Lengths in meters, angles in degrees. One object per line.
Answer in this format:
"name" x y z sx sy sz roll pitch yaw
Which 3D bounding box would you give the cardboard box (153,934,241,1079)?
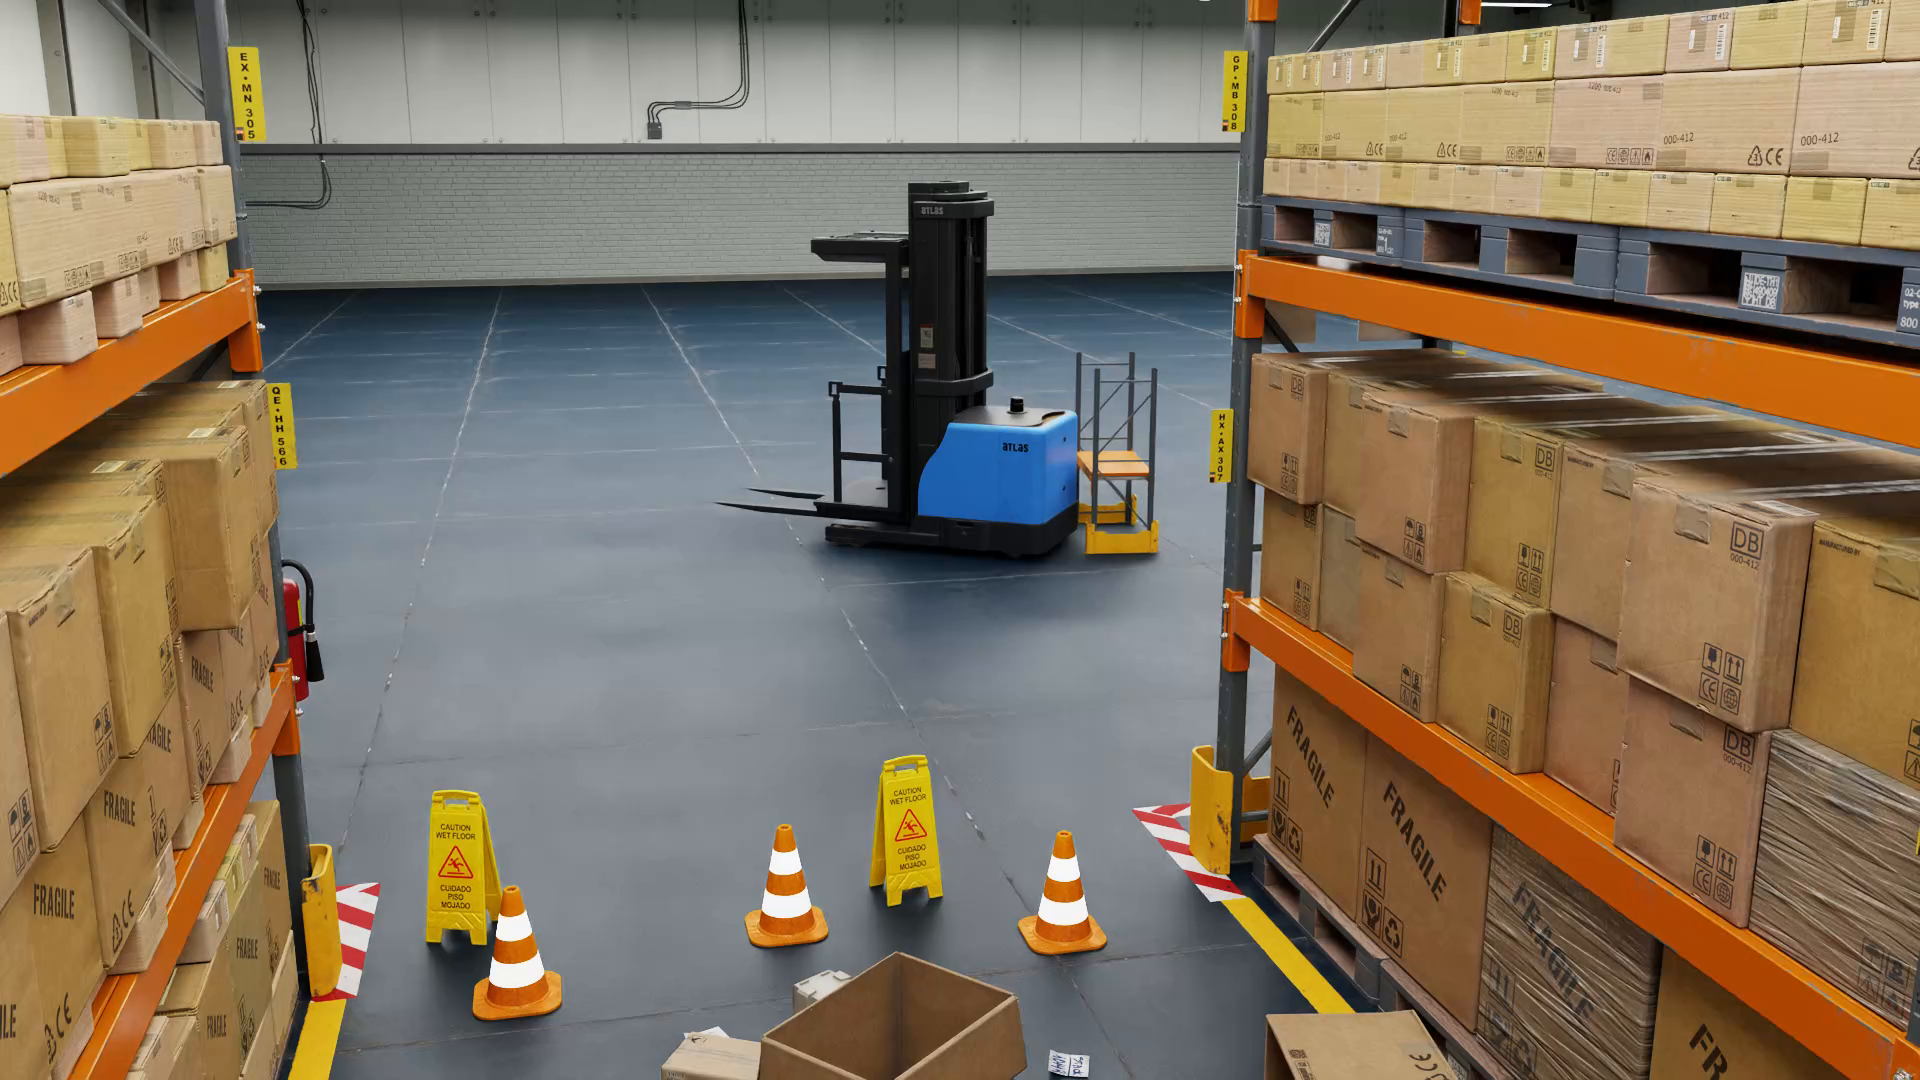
"cardboard box" -2.420 1.491 4.834 0.500 0.500 0.500 -4 14 -15

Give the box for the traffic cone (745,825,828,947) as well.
"traffic cone" -0.745 1.435 7.077 0.336 0.463 0.334 -3 14 -13

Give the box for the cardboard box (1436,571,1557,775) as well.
"cardboard box" 2.145 0.409 5.617 0.875 0.550 0.500 -3 14 -13

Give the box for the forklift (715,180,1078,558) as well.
"forklift" -0.582 -1.476 13.794 3.031 2.935 1.130 5 15 20

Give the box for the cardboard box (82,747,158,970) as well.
"cardboard box" -2.238 0.698 3.914 0.500 0.500 0.500 -3 14 -14

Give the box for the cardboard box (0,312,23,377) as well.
"cardboard box" -2.239 -0.419 3.529 0.380 0.149 0.250 -4 14 -15

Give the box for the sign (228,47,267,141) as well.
"sign" -2.555 -1.598 5.960 0.100 0.325 0.005 -3 14 -13

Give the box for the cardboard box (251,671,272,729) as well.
"cardboard box" -2.636 0.565 5.825 0.380 0.149 0.250 -3 14 -14

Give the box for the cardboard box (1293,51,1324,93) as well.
"cardboard box" 1.516 -1.806 6.431 0.380 0.149 0.250 -3 14 -13

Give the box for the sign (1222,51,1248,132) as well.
"sign" 1.148 -1.874 6.948 0.100 0.325 0.005 -3 14 -13

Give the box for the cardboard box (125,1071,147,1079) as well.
"cardboard box" -2.129 1.389 3.882 0.380 0.149 0.250 -3 14 -11

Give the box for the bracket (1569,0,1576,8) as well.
"bracket" 14.495 -12.611 39.000 0.235 0.232 0.430 -3 14 -13

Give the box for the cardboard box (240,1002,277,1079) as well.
"cardboard box" -2.534 1.739 5.397 0.500 0.250 0.500 -3 14 -13

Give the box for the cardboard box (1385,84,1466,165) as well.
"cardboard box" 1.792 -1.406 5.633 0.500 0.250 0.500 -3 14 -14

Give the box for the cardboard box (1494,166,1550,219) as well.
"cardboard box" 1.873 -1.066 5.085 0.380 0.149 0.250 -3 14 -13

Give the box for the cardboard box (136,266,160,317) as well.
"cardboard box" -2.524 -0.717 4.749 0.380 0.149 0.250 -3 14 -14

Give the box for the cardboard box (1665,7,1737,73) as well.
"cardboard box" 2.057 -1.276 4.263 0.380 0.149 0.250 -3 14 -12

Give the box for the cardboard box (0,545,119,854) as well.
"cardboard box" -2.151 0.327 3.323 0.700 0.500 0.500 -3 14 -13

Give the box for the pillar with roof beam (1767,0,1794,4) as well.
"pillar with roof beam" 12.162 -9.162 32.469 9.100 9.000 0.400 -3 14 -13

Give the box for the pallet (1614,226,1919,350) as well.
"pallet" 2.446 -0.664 4.190 1.003 0.211 1.213 -3 14 -13

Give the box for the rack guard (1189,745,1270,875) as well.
"rack guard" 1.683 1.226 7.857 1.175 0.500 0.348 -3 14 -13

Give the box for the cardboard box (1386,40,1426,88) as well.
"cardboard box" 1.696 -1.629 5.708 0.380 0.149 0.250 -4 14 -14

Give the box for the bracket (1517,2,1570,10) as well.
"bracket" 14.077 -13.021 40.680 0.076 0.066 3.189 -3 14 -13

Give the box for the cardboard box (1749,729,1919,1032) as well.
"cardboard box" 2.530 0.782 4.089 0.875 0.550 0.550 -3 14 -13

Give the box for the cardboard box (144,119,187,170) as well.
"cardboard box" -2.631 -1.225 5.151 0.380 0.149 0.250 -3 14 -14

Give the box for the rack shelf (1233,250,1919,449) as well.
"rack shelf" 2.159 -0.629 5.379 1.077 0.370 4.000 -3 14 -13

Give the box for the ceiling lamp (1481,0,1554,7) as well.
"ceiling lamp" 11.024 -12.454 33.643 2.000 3.185 0.800 -3 14 -13

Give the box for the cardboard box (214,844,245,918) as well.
"cardboard box" -2.450 1.078 5.157 0.380 0.149 0.250 -3 14 -12

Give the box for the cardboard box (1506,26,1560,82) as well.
"cardboard box" 1.876 -1.452 4.985 0.380 0.149 0.250 -3 14 -12

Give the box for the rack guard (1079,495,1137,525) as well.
"rack guard" 1.240 -0.259 14.459 0.587 0.250 0.087 -1 14 -4

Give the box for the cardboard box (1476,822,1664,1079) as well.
"cardboard box" 2.333 1.411 5.423 0.875 0.875 0.875 -3 14 -13

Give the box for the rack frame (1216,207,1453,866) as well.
"rack frame" 1.689 0.017 7.538 1.000 3.000 0.127 -3 14 -13

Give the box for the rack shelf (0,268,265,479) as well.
"rack shelf" -2.629 -0.330 4.154 1.077 0.370 4.000 -3 14 -13

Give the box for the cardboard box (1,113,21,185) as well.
"cardboard box" -2.202 -0.811 3.454 0.380 0.149 0.250 -4 14 -15

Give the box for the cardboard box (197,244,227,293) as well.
"cardboard box" -2.653 -0.897 5.487 0.380 0.149 0.250 -3 14 -13

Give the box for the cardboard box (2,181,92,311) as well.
"cardboard box" -2.232 -0.642 3.601 0.500 0.250 0.500 -3 14 -13

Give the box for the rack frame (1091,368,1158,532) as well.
"rack frame" 1.313 -0.630 13.345 0.500 1.500 0.032 -1 14 -4

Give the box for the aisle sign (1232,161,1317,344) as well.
"aisle sign" 1.381 -1.246 7.228 0.394 0.787 0.004 -3 14 -13

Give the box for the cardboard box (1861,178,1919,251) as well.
"cardboard box" 2.232 -0.714 3.644 0.380 0.149 0.250 -3 14 -13

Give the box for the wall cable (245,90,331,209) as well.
"wall cable" -15.088 -8.276 35.382 3.097 2.526 0.112 -3 14 -13

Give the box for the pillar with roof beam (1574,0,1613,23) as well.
"pillar with roof beam" 10.753 -10.546 38.134 9.100 9.000 0.548 -3 14 -13

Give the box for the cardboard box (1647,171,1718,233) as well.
"cardboard box" 2.051 -0.891 4.367 0.380 0.149 0.250 -3 14 -13

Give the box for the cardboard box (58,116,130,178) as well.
"cardboard box" -2.340 -0.993 4.200 0.380 0.149 0.250 -3 14 -12

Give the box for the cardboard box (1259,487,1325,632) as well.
"cardboard box" 1.820 0.027 7.180 0.875 0.550 0.550 -3 14 -13

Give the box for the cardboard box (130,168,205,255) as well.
"cardboard box" -2.613 -0.993 5.040 0.500 0.250 0.500 -3 14 -14

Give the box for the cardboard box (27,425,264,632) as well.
"cardboard box" -2.435 -0.028 4.777 0.700 0.500 0.500 -3 14 -14

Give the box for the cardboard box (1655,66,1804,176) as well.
"cardboard box" 2.145 -1.058 4.210 0.500 0.250 0.500 -3 14 -13

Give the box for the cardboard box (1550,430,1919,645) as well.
"cardboard box" 2.340 0.002 5.005 0.875 0.550 0.550 -3 14 -13

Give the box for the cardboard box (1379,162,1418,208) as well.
"cardboard box" 1.695 -1.241 5.800 0.380 0.149 0.250 -3 14 -13

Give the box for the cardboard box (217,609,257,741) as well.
"cardboard box" -2.591 0.349 5.343 0.500 0.500 0.500 -3 14 -13

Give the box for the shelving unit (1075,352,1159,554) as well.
"shelving unit" 1.277 -0.748 13.828 0.587 1.500 1.083 -1 14 -4

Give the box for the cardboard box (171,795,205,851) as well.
"cardboard box" -2.435 0.804 4.847 0.380 0.149 0.250 -3 14 -14

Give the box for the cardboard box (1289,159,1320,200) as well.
"cardboard box" 1.518 -1.415 6.513 0.380 0.149 0.250 -3 14 -13

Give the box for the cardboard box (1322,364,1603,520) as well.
"cardboard box" 1.957 -0.371 6.535 0.875 0.550 0.550 -3 14 -13

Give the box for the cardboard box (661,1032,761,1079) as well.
"cardboard box" -0.828 1.891 5.875 0.380 0.149 0.250 4 14 16

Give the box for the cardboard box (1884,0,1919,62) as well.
"cardboard box" 2.233 -1.102 3.551 0.380 0.149 0.250 -3 14 -14

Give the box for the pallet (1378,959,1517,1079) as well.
"pallet" 2.236 1.832 5.982 1.003 0.211 1.213 -3 14 -13

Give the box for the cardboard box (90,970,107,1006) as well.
"cardboard box" -2.241 1.037 3.893 0.380 0.149 0.250 -3 14 -13
